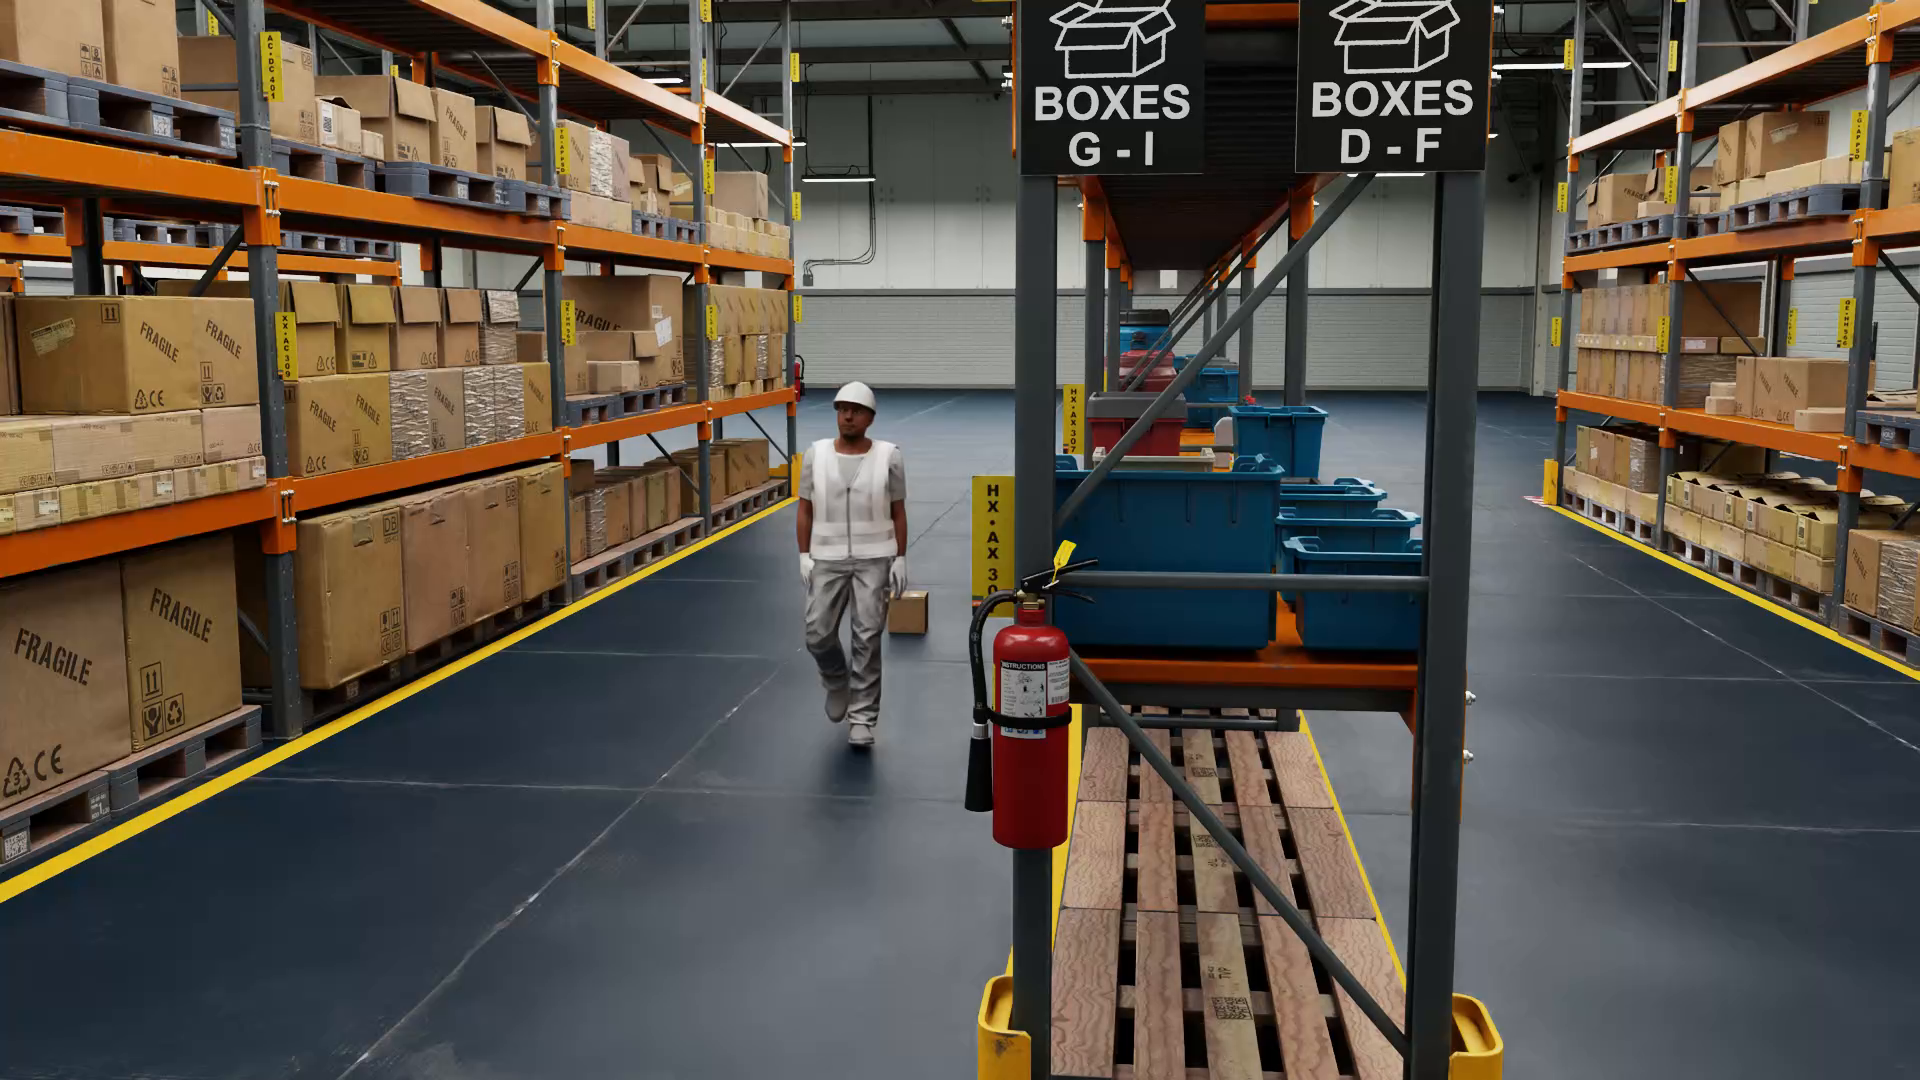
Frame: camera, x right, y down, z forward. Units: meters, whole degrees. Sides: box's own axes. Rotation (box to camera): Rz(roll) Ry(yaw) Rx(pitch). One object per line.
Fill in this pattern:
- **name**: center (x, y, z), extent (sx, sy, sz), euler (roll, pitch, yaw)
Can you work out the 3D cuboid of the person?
- **person**: center (-0.532, 0.075, 8.254), extent (0.556, 1.719, 0.476), euler (0, 7, 1)
